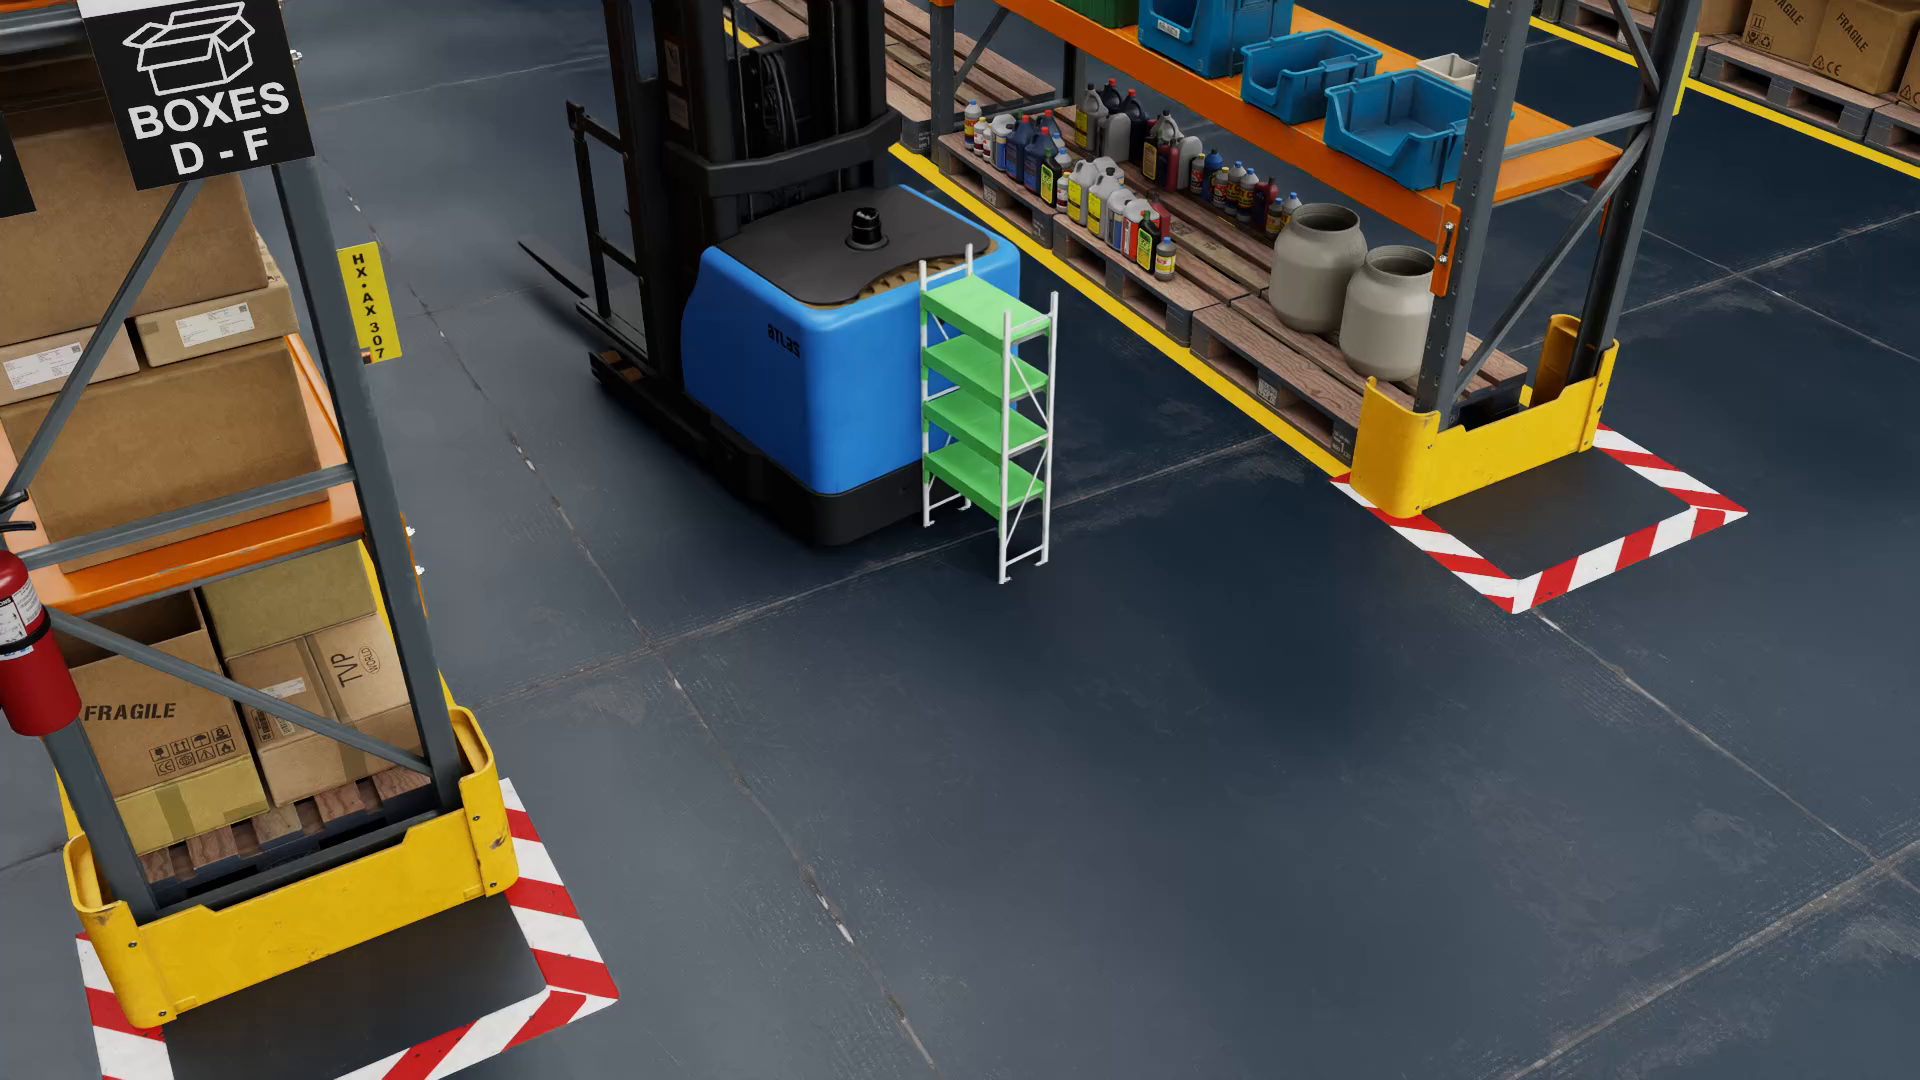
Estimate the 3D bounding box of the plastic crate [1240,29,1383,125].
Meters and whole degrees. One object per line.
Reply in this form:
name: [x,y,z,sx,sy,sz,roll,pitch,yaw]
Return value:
plastic crate: [1.471,-1.960,7.017,0.499,0.251,0.408,-19,40,-24]

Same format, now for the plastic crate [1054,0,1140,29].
plastic crate: [0.730,-2.699,8.082,0.450,0.188,0.662,-19,40,-24]

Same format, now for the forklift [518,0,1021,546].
forklift: [-1.056,-1.968,6.959,1.130,2.935,3.031,-25,43,-30]

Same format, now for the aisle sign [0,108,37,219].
aisle sign: [-2.203,-0.984,3.350,0.394,0.787,0.004,-19,40,-24]

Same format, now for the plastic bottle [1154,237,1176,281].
plastic bottle: [1.000,-1.375,8.089,0.097,0.201,0.097,0,36,0]

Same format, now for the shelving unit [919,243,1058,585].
shelving unit: [0.099,-0.469,6.375,0.258,1.200,0.503,-25,43,-30]

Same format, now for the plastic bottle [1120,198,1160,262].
plastic bottle: [0.897,-1.542,8.254,0.152,0.276,0.135,-19,40,-24]

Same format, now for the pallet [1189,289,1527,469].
pallet: [1.820,-0.836,7.715,1.003,0.211,1.213,-19,40,-24]

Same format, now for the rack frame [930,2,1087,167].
rack frame: [0.293,-3.561,9.082,1.000,3.000,0.127,-19,40,-24]

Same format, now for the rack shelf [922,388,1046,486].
rack shelf: [0.099,-0.417,6.413,0.258,0.148,0.480,-25,43,-30]

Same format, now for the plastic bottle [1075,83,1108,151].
plastic bottle: [0.741,-2.383,9.342,0.144,0.351,0.185,-19,40,-24]

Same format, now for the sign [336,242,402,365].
sign: [-1.500,-0.598,4.225,0.100,0.325,0.005,-19,40,-24]

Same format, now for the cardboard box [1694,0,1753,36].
cardboard box: [5.036,-3.683,11.013,0.500,0.500,0.500,-7,37,-9]

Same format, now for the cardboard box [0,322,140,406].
cardboard box: [-2.339,-0.496,4.251,0.380,0.149,0.250,-20,40,-25]

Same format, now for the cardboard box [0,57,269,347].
cardboard box: [-2.233,-0.888,4.238,0.700,0.500,0.500,-19,40,-24]

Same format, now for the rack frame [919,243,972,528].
rack frame: [-0.052,-0.582,6.529,0.240,1.200,0.015,-25,43,-30]

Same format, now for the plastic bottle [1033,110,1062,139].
plastic bottle: [0.464,-2.177,9.060,0.144,0.351,0.185,-19,40,-24]

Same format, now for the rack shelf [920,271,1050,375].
rack shelf: [0.099,-0.805,6.130,0.258,0.148,0.480,-25,43,-30]

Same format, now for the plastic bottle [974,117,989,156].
plastic bottle: [0.125,-2.264,9.306,0.097,0.201,0.097,0,36,0]

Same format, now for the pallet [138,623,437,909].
pallet: [-2.403,0.693,5.622,1.003,0.211,1.213,-19,40,-24]

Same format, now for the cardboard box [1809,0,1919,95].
cardboard box: [5.657,-3.092,10.203,0.500,0.500,0.500,-15,39,-20]

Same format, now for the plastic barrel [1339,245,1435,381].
plastic barrel: [1.905,-0.999,7.328,0.421,0.512,0.421,0,36,0]

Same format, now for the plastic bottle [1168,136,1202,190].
plastic bottle: [1.202,-2.049,8.948,0.152,0.276,0.135,-18,40,-23]

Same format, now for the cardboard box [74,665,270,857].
cardboard box: [-2.507,0.700,5.224,0.500,0.250,0.500,-19,40,-24]

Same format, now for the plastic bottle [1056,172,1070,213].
plastic bottle: [0.556,-1.826,8.707,0.097,0.201,0.097,0,36,0]

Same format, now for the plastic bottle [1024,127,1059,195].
plastic bottle: [0.434,-2.038,8.870,0.144,0.351,0.185,-21,41,-26]

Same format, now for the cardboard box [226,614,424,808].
cardboard box: [-2.060,0.546,5.434,0.500,0.250,0.500,-19,40,-24]

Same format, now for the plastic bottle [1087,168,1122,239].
plastic bottle: [0.741,-1.726,8.443,0.144,0.351,0.185,-17,40,-22]

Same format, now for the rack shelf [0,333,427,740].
rack shelf: [-2.987,-0.785,5.891,1.077,0.370,4.000,-19,40,-24]

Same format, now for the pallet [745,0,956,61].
pallet: [-0.753,-3.447,11.290,1.003,0.211,1.213,-19,40,-24]

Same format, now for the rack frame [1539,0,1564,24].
rack frame: [4.575,-5.028,11.092,1.000,3.000,0.127,-19,40,-24]

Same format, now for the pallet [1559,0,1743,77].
pallet: [4.943,-3.570,11.460,1.003,0.211,1.213,-19,40,-24]

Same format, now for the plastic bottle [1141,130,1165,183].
plastic bottle: [1.048,-2.092,9.002,0.061,0.283,0.133,-19,40,-24]

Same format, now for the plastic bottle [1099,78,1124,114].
plastic bottle: [0.865,-2.426,9.401,0.144,0.351,0.185,-20,41,-25]

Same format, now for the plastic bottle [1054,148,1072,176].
plastic bottle: [0.540,-1.942,8.806,0.097,0.271,0.097,0,36,0]

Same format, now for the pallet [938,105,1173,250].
pallet: [0.594,-2.080,9.419,1.003,0.211,1.213,-19,40,-24]

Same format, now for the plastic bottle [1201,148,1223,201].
plastic bottle: [1.336,-1.943,8.807,0.097,0.271,0.097,0,36,0]

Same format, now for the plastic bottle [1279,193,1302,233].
plastic bottle: [1.661,-1.614,8.357,0.097,0.271,0.097,0,36,0]

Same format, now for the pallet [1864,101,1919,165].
pallet: [6.169,-2.326,9.756,1.003,0.211,1.213,-19,40,-24]

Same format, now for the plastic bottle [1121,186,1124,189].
plastic bottle: [0.824,-1.724,8.567,0.097,0.201,0.097,0,36,0]

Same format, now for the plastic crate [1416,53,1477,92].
plastic crate: [2.131,-1.966,7.122,0.298,0.136,0.250,-19,40,-24]

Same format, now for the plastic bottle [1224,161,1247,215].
plastic bottle: [1.438,-1.840,8.666,0.097,0.271,0.097,0,36,0]

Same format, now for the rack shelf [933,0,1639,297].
rack shelf: [1.297,-2.250,7.898,1.077,0.370,4.000,-19,40,-24]

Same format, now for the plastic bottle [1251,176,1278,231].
plastic bottle: [1.563,-1.739,8.518,0.061,0.283,0.133,-18,40,-23]

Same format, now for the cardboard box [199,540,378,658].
cardboard box: [-2.312,-0.011,5.561,0.500,0.500,0.500,-19,40,-24]

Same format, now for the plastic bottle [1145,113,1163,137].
plastic bottle: [1.080,-2.230,9.190,0.061,0.283,0.133,-16,39,-21]

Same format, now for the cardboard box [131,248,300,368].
cardboard box: [-1.993,-0.621,4.423,0.380,0.149,0.250,-19,40,-24]

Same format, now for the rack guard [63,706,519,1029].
rack guard: [-1.970,0.967,5.003,1.175,0.500,0.348,-19,40,-24]

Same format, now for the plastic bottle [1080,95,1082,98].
plastic bottle: [0.744,-2.516,9.651,0.097,0.201,0.097,0,36,0]

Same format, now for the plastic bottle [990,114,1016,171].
plastic bottle: [0.260,-2.189,9.141,0.152,0.276,0.135,-17,40,-22]
